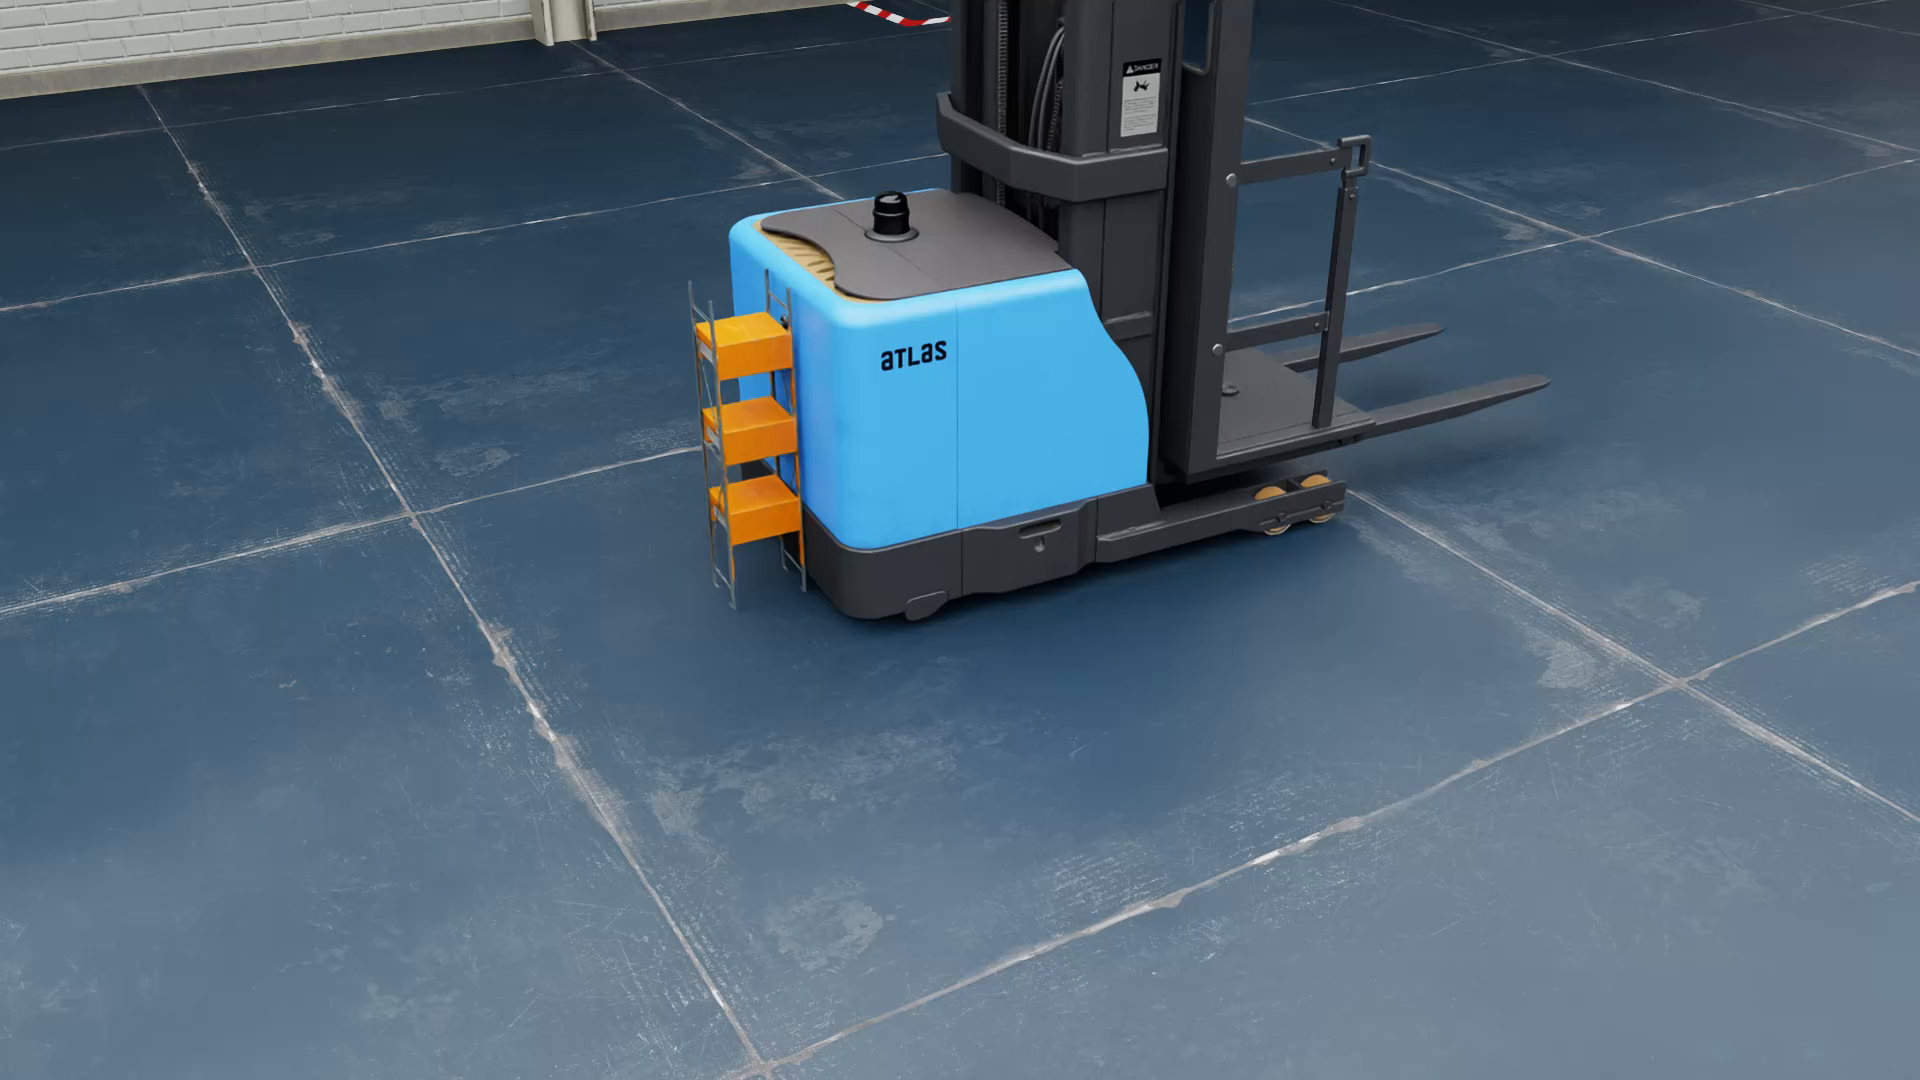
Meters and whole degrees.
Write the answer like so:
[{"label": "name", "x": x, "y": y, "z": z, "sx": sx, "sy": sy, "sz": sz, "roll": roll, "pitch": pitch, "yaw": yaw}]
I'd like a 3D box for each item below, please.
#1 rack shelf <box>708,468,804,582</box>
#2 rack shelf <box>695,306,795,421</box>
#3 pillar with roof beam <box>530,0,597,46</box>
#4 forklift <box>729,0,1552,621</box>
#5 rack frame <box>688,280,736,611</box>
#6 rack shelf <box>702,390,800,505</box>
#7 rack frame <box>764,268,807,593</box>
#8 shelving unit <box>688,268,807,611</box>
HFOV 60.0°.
[{"label": "rack shelf", "x": -0.659, "y": -0.050, "z": 5.351, "sx": 0.240, "sy": 0.259, "sz": 0.215, "roll": -14, "pitch": 32, "yaw": -23}, {"label": "rack shelf", "x": -0.659, "y": -0.541, "z": 5.079, "sx": 0.240, "sy": 0.259, "sz": 0.215, "roll": -14, "pitch": 32, "yaw": -23}, {"label": "pillar with roof beam", "x": -0.823, "y": -5.964, "z": 7.243, "sx": 0.400, "sy": 9.000, "sz": 9.100, "roll": -16, "pitch": 33, "yaw": -26}, {"label": "forklift", "x": 0.782, "y": -1.514, "z": 5.459, "sx": 3.031, "sy": 2.935, "sz": 1.130, "roll": -14, "pitch": 32, "yaw": -23}, {"label": "rack frame", "x": -0.768, "y": -0.276, "z": 5.163, "sx": 0.008, "sy": 1.050, "sz": 0.200, "roll": -14, "pitch": 32, "yaw": -23}, {"label": "rack shelf", "x": -0.659, "y": -0.293, "z": 5.216, "sx": 0.240, "sy": 0.259, "sz": 0.215, "roll": -14, "pitch": 32, "yaw": -23}, {"label": "rack frame", "x": -0.550, "y": -0.329, "z": 5.260, "sx": 0.008, "sy": 1.050, "sz": 0.200, "roll": -14, "pitch": 32, "yaw": -23}, {"label": "shelving unit", "x": -0.659, "y": -0.302, "z": 5.211, "sx": 0.252, "sy": 1.050, "sz": 0.215, "roll": -14, "pitch": 32, "yaw": -23}]
